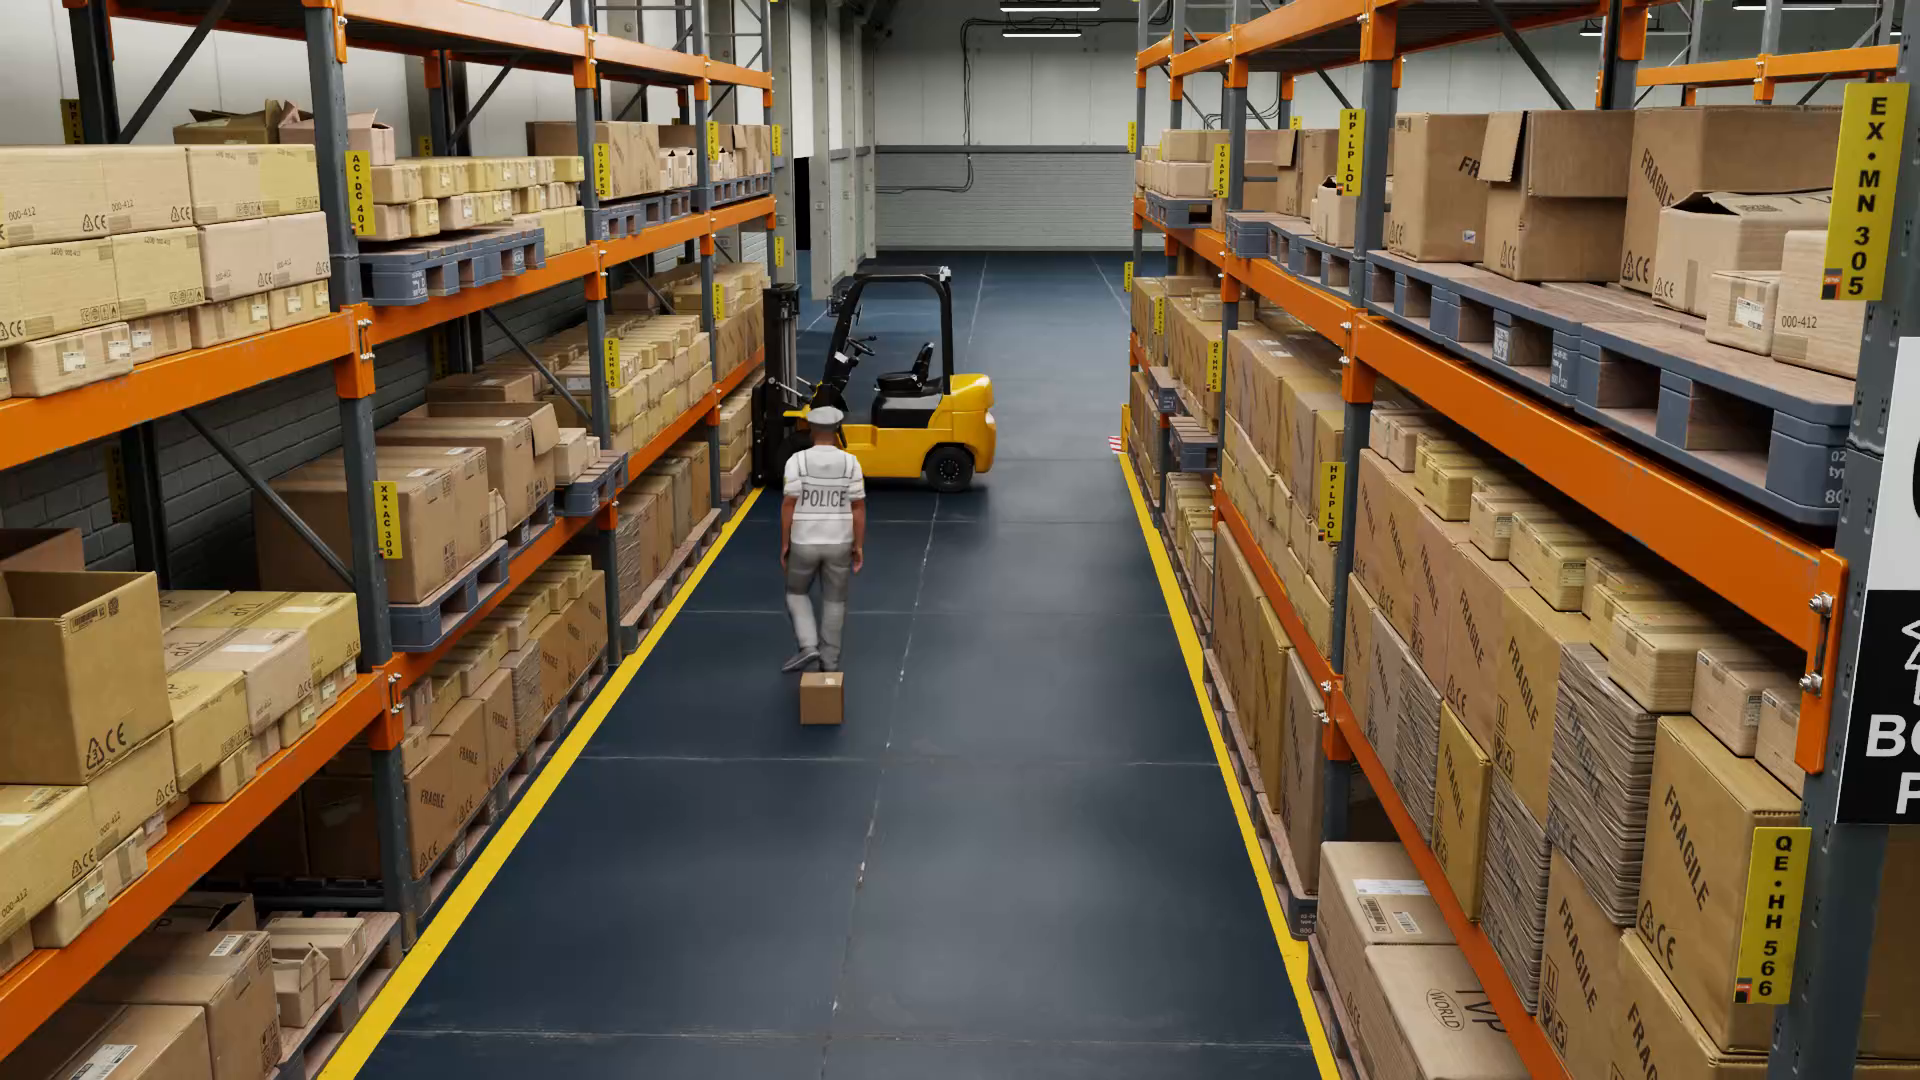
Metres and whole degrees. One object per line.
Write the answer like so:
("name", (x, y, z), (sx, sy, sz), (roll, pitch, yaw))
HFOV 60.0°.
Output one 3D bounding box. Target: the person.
("person", (-0.892, 0.036, 10.762), (0.580, 1.750, 0.500), (-3, 14, -10))
